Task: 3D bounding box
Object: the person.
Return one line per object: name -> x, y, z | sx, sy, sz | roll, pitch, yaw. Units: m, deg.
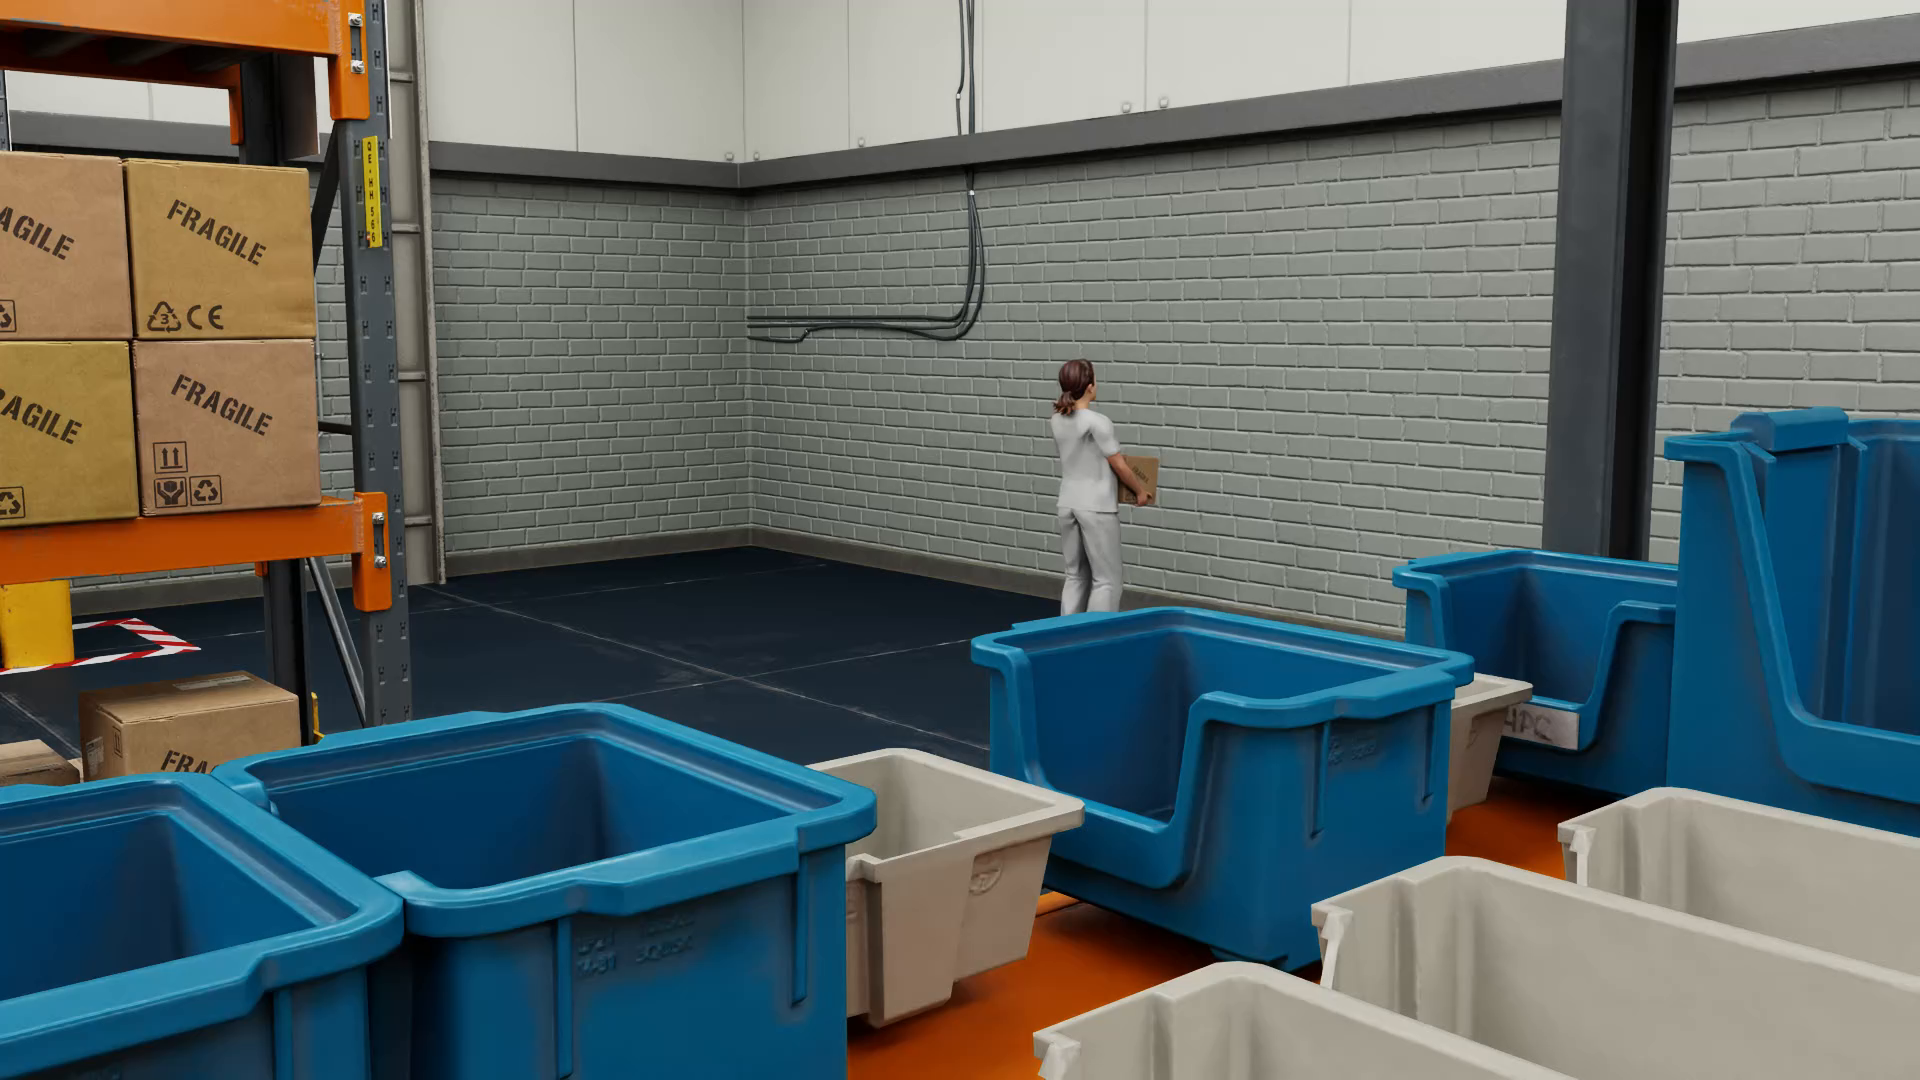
person -> 0.724, -0.129, 8.815 | 0.559, 1.662, 0.438 | -6, 10, -41
